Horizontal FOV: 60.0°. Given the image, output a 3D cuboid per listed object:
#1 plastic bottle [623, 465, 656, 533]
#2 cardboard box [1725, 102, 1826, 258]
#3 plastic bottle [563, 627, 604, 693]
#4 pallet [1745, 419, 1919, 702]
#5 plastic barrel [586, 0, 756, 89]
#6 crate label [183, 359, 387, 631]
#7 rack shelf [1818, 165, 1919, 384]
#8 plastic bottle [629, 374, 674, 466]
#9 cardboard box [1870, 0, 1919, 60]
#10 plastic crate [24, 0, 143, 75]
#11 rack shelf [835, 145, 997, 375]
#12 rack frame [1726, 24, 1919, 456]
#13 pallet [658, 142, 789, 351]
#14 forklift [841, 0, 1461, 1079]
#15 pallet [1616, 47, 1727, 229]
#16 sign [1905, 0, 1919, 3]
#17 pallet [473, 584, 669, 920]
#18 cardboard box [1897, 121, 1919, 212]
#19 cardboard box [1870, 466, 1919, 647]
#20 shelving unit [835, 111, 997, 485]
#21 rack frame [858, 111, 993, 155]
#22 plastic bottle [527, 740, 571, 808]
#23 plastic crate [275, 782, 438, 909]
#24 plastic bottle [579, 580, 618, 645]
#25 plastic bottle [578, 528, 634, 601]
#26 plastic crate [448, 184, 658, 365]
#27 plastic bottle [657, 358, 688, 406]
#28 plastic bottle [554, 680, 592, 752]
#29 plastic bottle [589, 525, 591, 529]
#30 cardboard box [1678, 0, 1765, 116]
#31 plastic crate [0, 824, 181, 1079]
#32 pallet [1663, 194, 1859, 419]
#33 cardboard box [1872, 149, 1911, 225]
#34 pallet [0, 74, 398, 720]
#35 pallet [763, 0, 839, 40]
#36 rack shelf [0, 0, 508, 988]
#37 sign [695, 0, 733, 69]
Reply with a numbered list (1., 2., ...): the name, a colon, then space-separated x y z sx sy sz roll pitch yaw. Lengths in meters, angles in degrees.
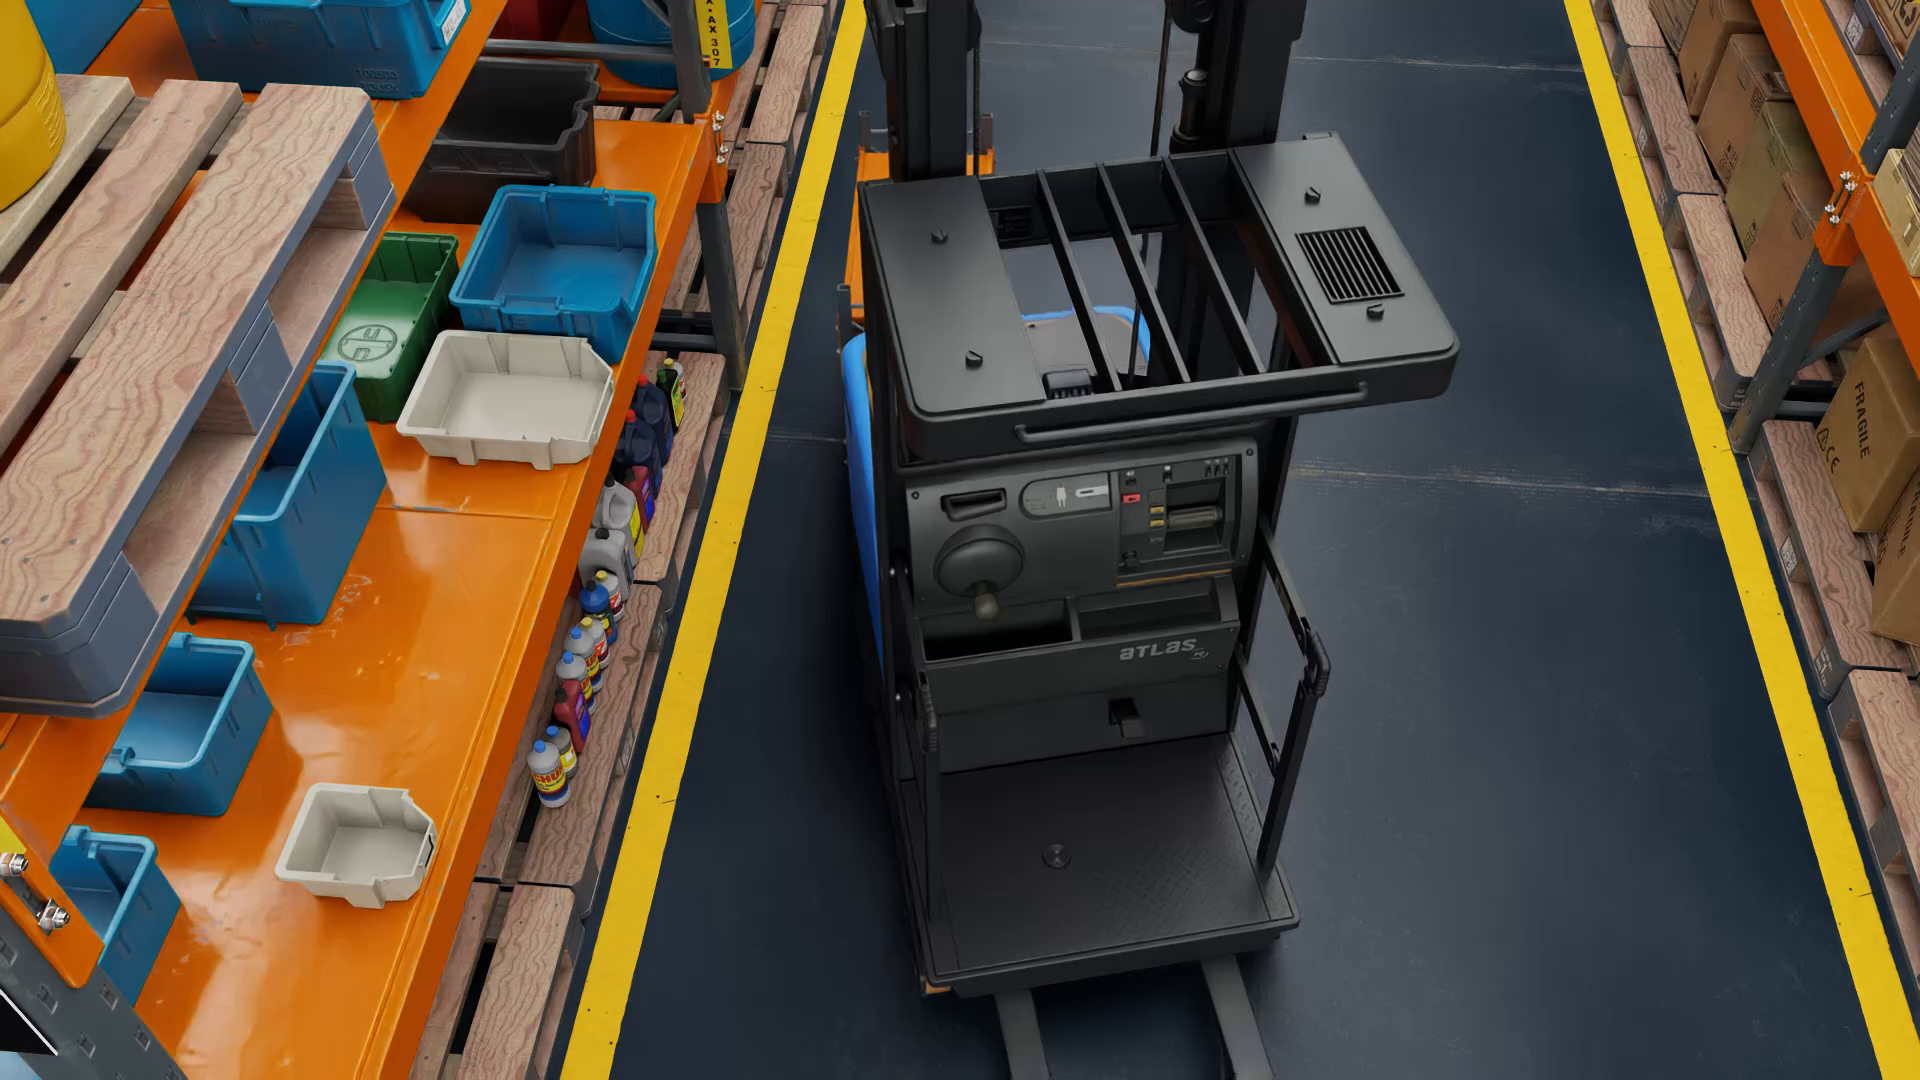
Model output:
1. plastic bottle: -1.144 -0.168 5.914 0.061 0.283 0.133 7 48 6
2. cardboard box: 3.690 -1.463 6.951 0.700 0.500 0.500 4 48 3
3. plastic bottle: -1.230 0.382 5.418 0.097 0.271 0.097 0 48 0
4. pallet: 3.525 0.078 6.036 1.003 0.211 1.213 4 48 4
5. plastic barrel: -1.045 -2.125 5.821 0.600 0.901 0.708 4 48 4
6. crate label: -1.848 -0.136 4.317 0.502 0.435 0.616 4 48 4
7. rack shelf: 3.369 0.353 4.382 1.077 0.370 4.000 4 48 4
8. plastic bottle: -1.153 -0.454 6.130 0.144 0.351 0.185 3 48 2
9. cardboard box: 3.763 -2.278 5.610 1.000 1.000 1.000 4 48 4
10. plastic crate: -1.872 -1.182 3.276 0.392 0.384 0.575 4 48 4
11. rack shelf: -0.142 -1.023 6.026 0.538 0.278 1.000 1 48 1
12. rack frame: 3.551 -1.359 5.461 1.000 3.000 0.127 4 48 4
13. pallet: -1.349 -1.331 7.324 1.003 0.211 1.213 4 48 4
14. forklift: 0.365 0.071 4.199 1.130 2.935 3.031 -8 48 -7
15. pallet: 3.729 -1.889 7.835 1.003 0.211 1.213 4 48 4
16. sign: 2.998 -1.785 5.065 0.100 0.325 0.005 4 48 4
17. pallet: -1.593 0.638 5.523 1.003 0.211 1.213 4 48 4
18. cardboard box: 3.448 -1.167 5.015 0.875 0.500 0.500 4 48 4
19. cardboard box: 3.430 0.055 5.576 0.500 0.500 0.500 18 50 16
20. shelving unit: -0.142 -0.825 6.242 0.538 1.125 1.048 1 48 1
21. rack frame: -0.127 -1.200 6.585 0.500 1.125 0.032 1 48 1
22. plastic bottle: -1.270 0.708 5.121 0.097 0.271 0.097 0 48 0
23. plastic crate: -1.344 0.700 3.756 0.298 0.136 0.250 4 48 4
24. plastic bottle: -1.212 0.234 5.554 0.097 0.271 0.097 0 48 0
25. plastic bottle: -1.219 0.068 5.702 0.152 0.276 0.135 5 48 4
26. plastic crate: -1.212 -0.811 5.060 0.499 0.251 0.616 4 48 4
27. plastic bottle: -1.104 -0.609 6.372 0.097 0.201 0.097 0 48 0
28. plastic bottle: -1.232 0.539 5.267 0.061 0.283 0.133 5 48 4
29. plastic bottle: -1.305 -0.041 5.798 0.061 0.283 0.133 4 48 4
30. cardboard box: 3.792 -2.284 7.702 0.700 0.500 0.500 7 48 7
31. plastic crate: -1.998 0.909 3.486 0.499 0.251 0.616 4 48 4
32. pallet: 3.620 -0.990 7.013 1.003 0.211 1.213 4 48 4
33. cardboard box: 3.232 -1.137 5.427 0.380 0.149 0.250 4 48 4
34. pallet: -1.573 -0.303 2.590 1.003 0.211 1.213 4 48 4
35. pallet: -1.126 -3.124 8.964 1.003 0.211 1.213 4 48 4
36. rack shelf: -1.564 -0.992 3.580 1.077 0.370 4.000 4 48 4
37. sign: -0.835 -1.741 5.622 0.100 0.325 0.005 4 48 4
